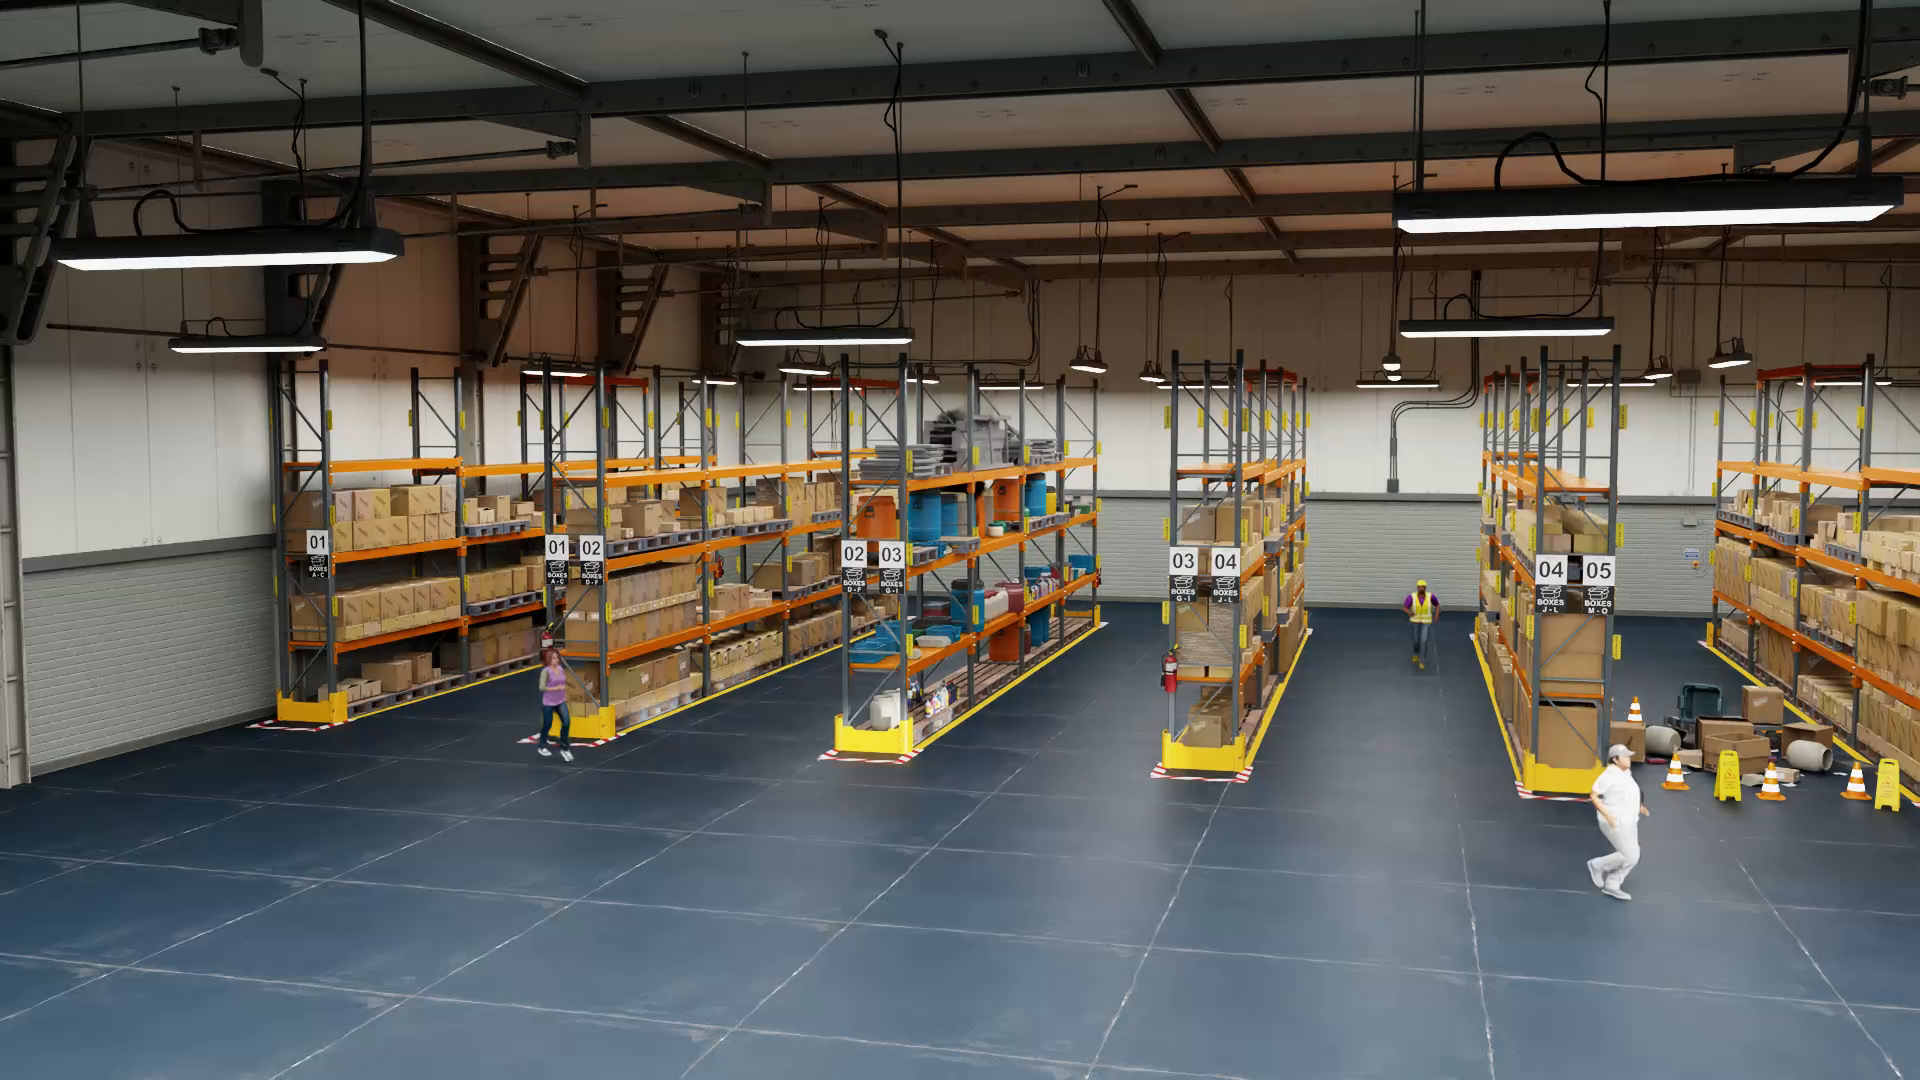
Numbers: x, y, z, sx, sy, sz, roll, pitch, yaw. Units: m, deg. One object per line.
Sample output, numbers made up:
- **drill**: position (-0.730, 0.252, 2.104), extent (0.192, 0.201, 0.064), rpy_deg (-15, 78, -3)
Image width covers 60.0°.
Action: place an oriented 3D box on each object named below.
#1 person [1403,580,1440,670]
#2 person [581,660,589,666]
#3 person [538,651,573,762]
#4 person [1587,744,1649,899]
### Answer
- **person**: position (9.360, 1.690, 33.755), extent (0.724, 1.782, 0.865), rpy_deg (1, 4, 16)
- **person**: position (-6.914, 1.890, 31.244), extent (0.658, 1.738, 0.601), rpy_deg (0, 4, 3)
- **person**: position (-5.976, 2.436, 24.468), extent (0.699, 1.632, 0.539), rpy_deg (4, 6, 44)
- **person**: position (6.907, 2.947, 17.403), extent (0.607, 1.624, 0.547), rpy_deg (-4, 6, -44)
